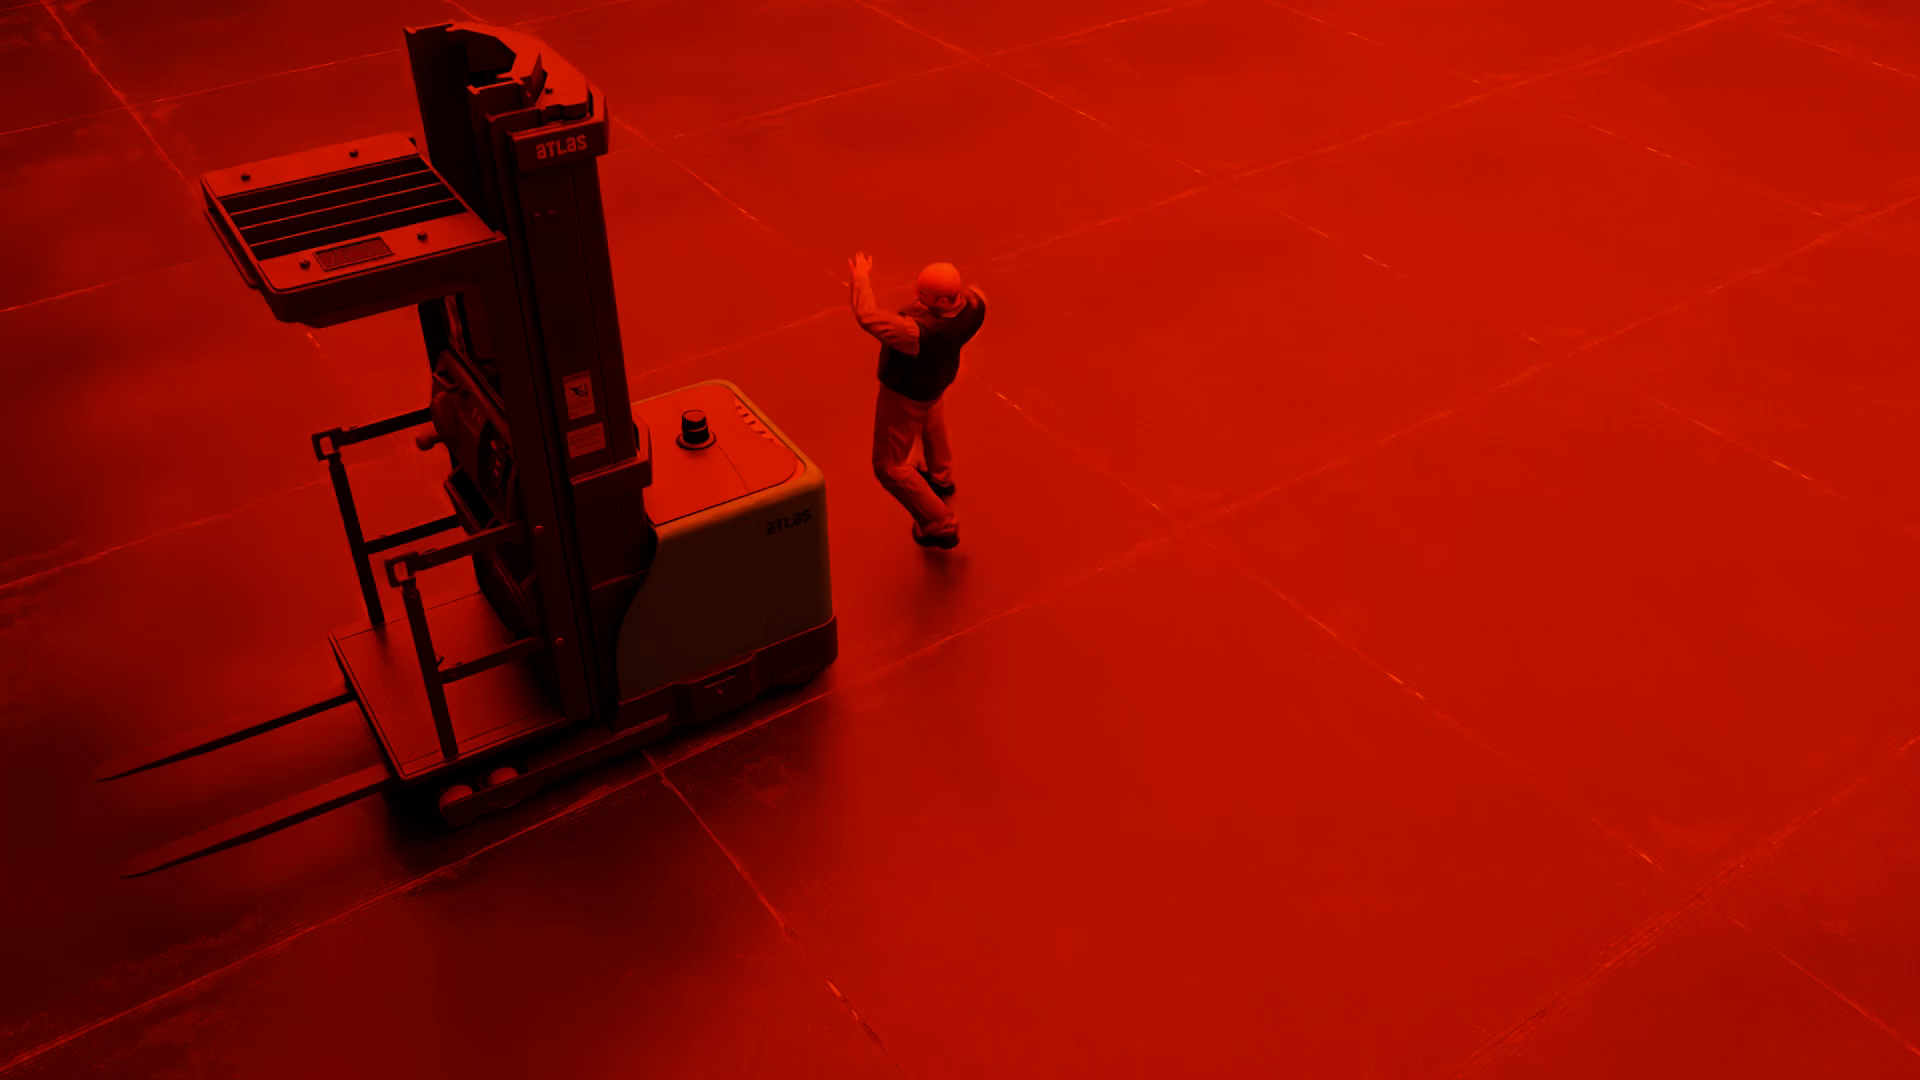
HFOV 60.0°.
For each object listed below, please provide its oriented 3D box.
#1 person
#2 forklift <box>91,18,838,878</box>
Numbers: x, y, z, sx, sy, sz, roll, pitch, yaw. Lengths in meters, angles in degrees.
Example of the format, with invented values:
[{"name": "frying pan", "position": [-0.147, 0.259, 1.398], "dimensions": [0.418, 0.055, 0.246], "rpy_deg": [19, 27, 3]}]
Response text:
[{"name": "person", "position": [-0.161, -0.842, 8.247], "dimensions": [0.802, 1.519, 0.921], "rpy_deg": [19, 41, 24]}, {"name": "forklift", "position": [-2.075, -0.366, 6.440], "dimensions": [3.031, 2.935, 1.130], "rpy_deg": [-21, 41, -25]}]
